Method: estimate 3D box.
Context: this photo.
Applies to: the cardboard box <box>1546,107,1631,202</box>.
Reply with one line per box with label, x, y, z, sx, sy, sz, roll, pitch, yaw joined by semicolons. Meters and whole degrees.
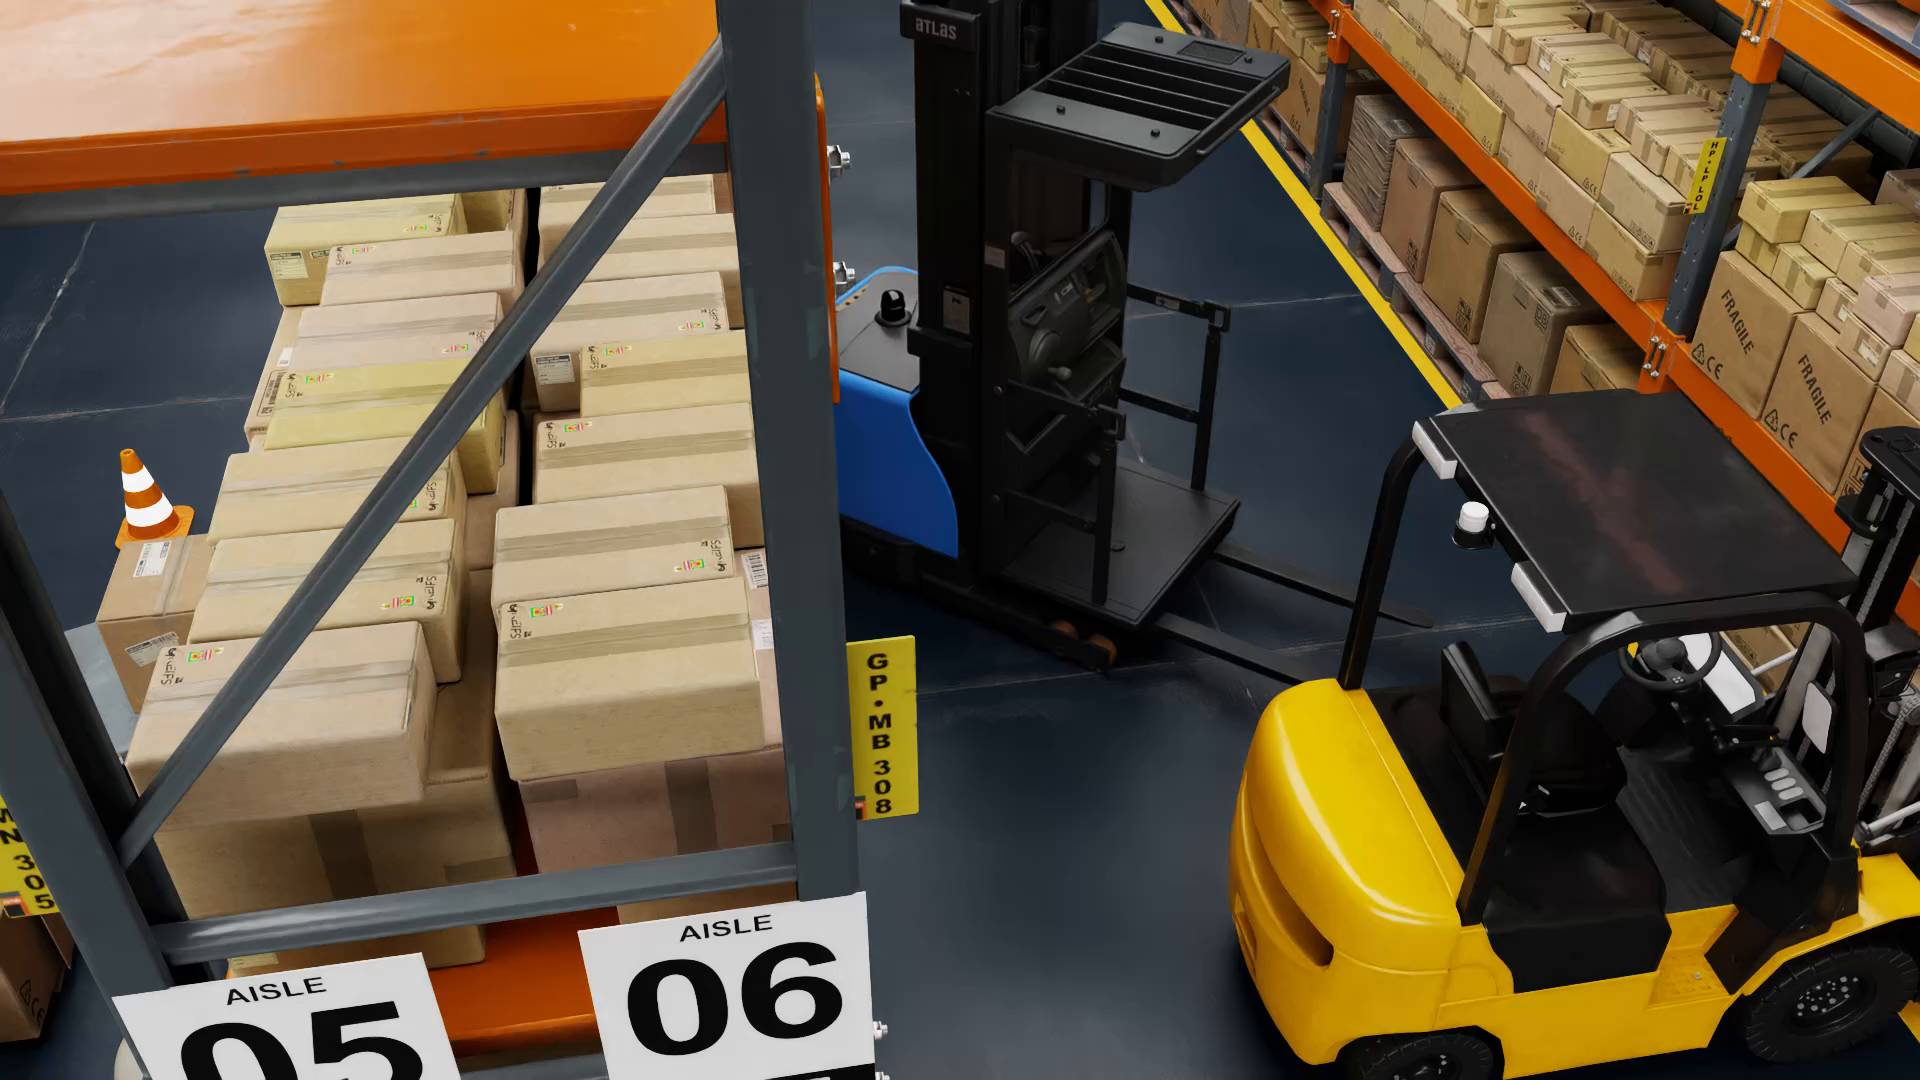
cardboard box;3.108;-1.825;7.768;0.500;0.250;0.500;-7;38;-9

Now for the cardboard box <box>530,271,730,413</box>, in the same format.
cardboard box;-0.654;-0.399;3.328;0.380;0.149;0.250;-6;38;-8

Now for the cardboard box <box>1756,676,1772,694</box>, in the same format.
cardboard box;3.512;0.754;6.633;0.500;0.250;0.500;-6;38;-7

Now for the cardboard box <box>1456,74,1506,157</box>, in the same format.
cardboard box;2.949;-2.242;8.713;0.500;0.250;0.500;-5;38;-6

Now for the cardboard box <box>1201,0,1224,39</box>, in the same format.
cardboard box;2.191;-4.179;12.780;0.500;0.500;0.500;-7;38;-9

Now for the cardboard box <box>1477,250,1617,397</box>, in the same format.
cardboard box;3.313;-1.119;8.738;0.875;0.625;0.625;-7;38;-8

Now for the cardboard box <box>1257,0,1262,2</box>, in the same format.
cardboard box;2.301;-4.033;12.063;0.380;0.149;0.250;-8;39;-10

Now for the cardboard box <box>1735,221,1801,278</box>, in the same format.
cardboard box;3.340;-1.182;6.616;0.380;0.149;0.250;-7;38;-9

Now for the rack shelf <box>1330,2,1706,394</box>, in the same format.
rack shelf;3.193;-2.031;8.906;1.077;0.370;4.000;-6;38;-8

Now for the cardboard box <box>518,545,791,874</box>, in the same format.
cardboard box;-0.467;0.270;2.793;0.500;0.250;0.500;-7;38;-9

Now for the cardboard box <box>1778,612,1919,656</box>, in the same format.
cardboard box;3.498;0.353;6.335;0.500;0.250;0.500;-5;38;-6

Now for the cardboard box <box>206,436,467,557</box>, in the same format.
cardboard box;-1.062;-0.040;2.866;0.380;0.149;0.250;-7;38;-8

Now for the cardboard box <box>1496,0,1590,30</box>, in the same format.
cardboard box;2.986;-2.670;8.531;0.380;0.149;0.250;-6;38;-8

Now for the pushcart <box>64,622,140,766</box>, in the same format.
pushcart;-3.579;0.740;6.890;1.648;0.377;0.936;-20;42;-23

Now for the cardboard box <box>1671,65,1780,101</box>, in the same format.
cardboard box;3.590;-2.109;7.809;0.380;0.149;0.250;-7;38;-8

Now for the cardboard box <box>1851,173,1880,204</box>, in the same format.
cardboard box;3.707;-1.580;7.453;0.500;0.250;0.500;-7;38;-9

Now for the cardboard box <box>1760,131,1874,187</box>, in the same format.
cardboard box;3.693;-1.638;7.203;0.380;0.149;0.250;-7;38;-9

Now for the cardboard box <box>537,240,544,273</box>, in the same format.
cardboard box;-0.731;-0.656;3.985;0.500;0.250;0.500;-5;38;-7

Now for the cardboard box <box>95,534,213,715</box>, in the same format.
cardboard box;-3.090;0.326;6.705;0.500;0.500;0.500;-6;38;-8

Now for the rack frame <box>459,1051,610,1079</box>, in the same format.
rack frame;-0.641;1.845;3.330;1.000;3.000;0.127;-6;38;-8

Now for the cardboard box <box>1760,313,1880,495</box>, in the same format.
cardboard box;3.472;-0.538;6.316;0.500;0.500;0.500;-6;38;-7

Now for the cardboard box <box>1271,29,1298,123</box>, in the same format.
cardboard box;2.479;-3.238;11.568;0.500;0.500;0.500;-7;38;-9

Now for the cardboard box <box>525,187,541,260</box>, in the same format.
cardboard box;-1.360;-0.904;4.304;0.500;0.250;0.500;-6;38;-8

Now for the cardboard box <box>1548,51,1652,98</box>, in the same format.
cardboard box;3.050;-2.202;7.930;0.380;0.149;0.250;-7;38;-9

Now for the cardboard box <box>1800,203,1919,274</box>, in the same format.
cardboard box;3.460;-1.150;6.332;0.380;0.149;0.250;-6;38;-7

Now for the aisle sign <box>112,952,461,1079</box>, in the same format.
aisle sign;-0.916;0.887;2.444;0.394;0.787;0.004;-6;38;-8

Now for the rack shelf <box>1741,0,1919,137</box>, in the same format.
rack shelf;3.894;-0.800;4.876;1.077;0.370;4.000;-6;38;-8

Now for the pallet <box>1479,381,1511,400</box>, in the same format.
pallet;3.376;-0.447;8.553;1.003;0.211;1.213;-6;38;-8

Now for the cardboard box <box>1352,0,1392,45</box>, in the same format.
cardboard box;2.679;-3.170;9.907;0.500;0.250;0.500;-6;38;-8

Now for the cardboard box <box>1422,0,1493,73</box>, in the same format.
cardboard box;2.840;-2.747;8.955;0.500;0.250;0.500;-7;38;-9

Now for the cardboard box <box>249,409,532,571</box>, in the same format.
cardboard box;-1.070;0.016;3.119;0.500;0.250;0.500;-7;38;-9

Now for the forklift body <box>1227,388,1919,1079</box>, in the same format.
forklift body;2.116;0.695;5.502;2.313;2.155;1.214;-6;38;-8

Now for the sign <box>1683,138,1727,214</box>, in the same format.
sign;3.011;-1.469;6.717;0.100;0.325;0.005;-6;38;-8

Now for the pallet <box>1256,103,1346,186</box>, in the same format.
pallet;2.749;-2.877;11.681;1.003;0.211;1.213;-6;38;-8

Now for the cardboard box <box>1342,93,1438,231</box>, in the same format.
cardboard box;2.938;-2.373;10.353;0.875;0.625;0.625;-5;38;-7

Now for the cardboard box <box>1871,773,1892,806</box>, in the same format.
cardboard box;3.579;0.855;6.096;0.500;0.250;0.500;-6;38;-8

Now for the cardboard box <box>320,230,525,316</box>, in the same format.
cardboard box;-1.111;-0.508;3.469;0.380;0.149;0.250;-7;38;-9

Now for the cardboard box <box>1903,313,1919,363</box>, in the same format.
cardboard box;3.512;-0.674;5.720;0.380;0.149;0.250;-7;38;-9

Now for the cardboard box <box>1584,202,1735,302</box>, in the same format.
cardboard box;3.198;-1.324;7.532;0.500;0.250;0.500;-5;38;-7

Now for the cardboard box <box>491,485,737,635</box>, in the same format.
cardboard box;-0.563;0.057;2.741;0.380;0.149;0.250;-6;38;-8

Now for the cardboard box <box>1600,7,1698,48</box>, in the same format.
cardboard box;3.472;-2.564;8.395;0.380;0.149;0.250;-6;38;-8

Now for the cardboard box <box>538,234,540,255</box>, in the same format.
cardboard box;-1.346;-0.822;4.523;0.380;0.149;0.250;-7;38;-9

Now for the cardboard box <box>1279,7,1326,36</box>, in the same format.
cardboard box;2.425;-3.555;11.447;0.380;0.149;0.250;-7;38;-9

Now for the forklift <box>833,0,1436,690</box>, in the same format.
forklift;0.639;-0.946;6.978;3.031;2.935;1.130;21;42;25

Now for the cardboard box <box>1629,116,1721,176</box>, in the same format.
cardboard box;3.202;-1.739;7.334;0.380;0.149;0.250;-7;38;-9

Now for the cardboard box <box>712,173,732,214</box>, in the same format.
cardboard box;-0.706;-0.877;3.944;0.380;0.149;0.250;-6;38;-7

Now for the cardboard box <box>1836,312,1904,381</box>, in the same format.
cardboard box;3.431;-0.714;6.014;0.380;0.149;0.250;-5;38;-7
